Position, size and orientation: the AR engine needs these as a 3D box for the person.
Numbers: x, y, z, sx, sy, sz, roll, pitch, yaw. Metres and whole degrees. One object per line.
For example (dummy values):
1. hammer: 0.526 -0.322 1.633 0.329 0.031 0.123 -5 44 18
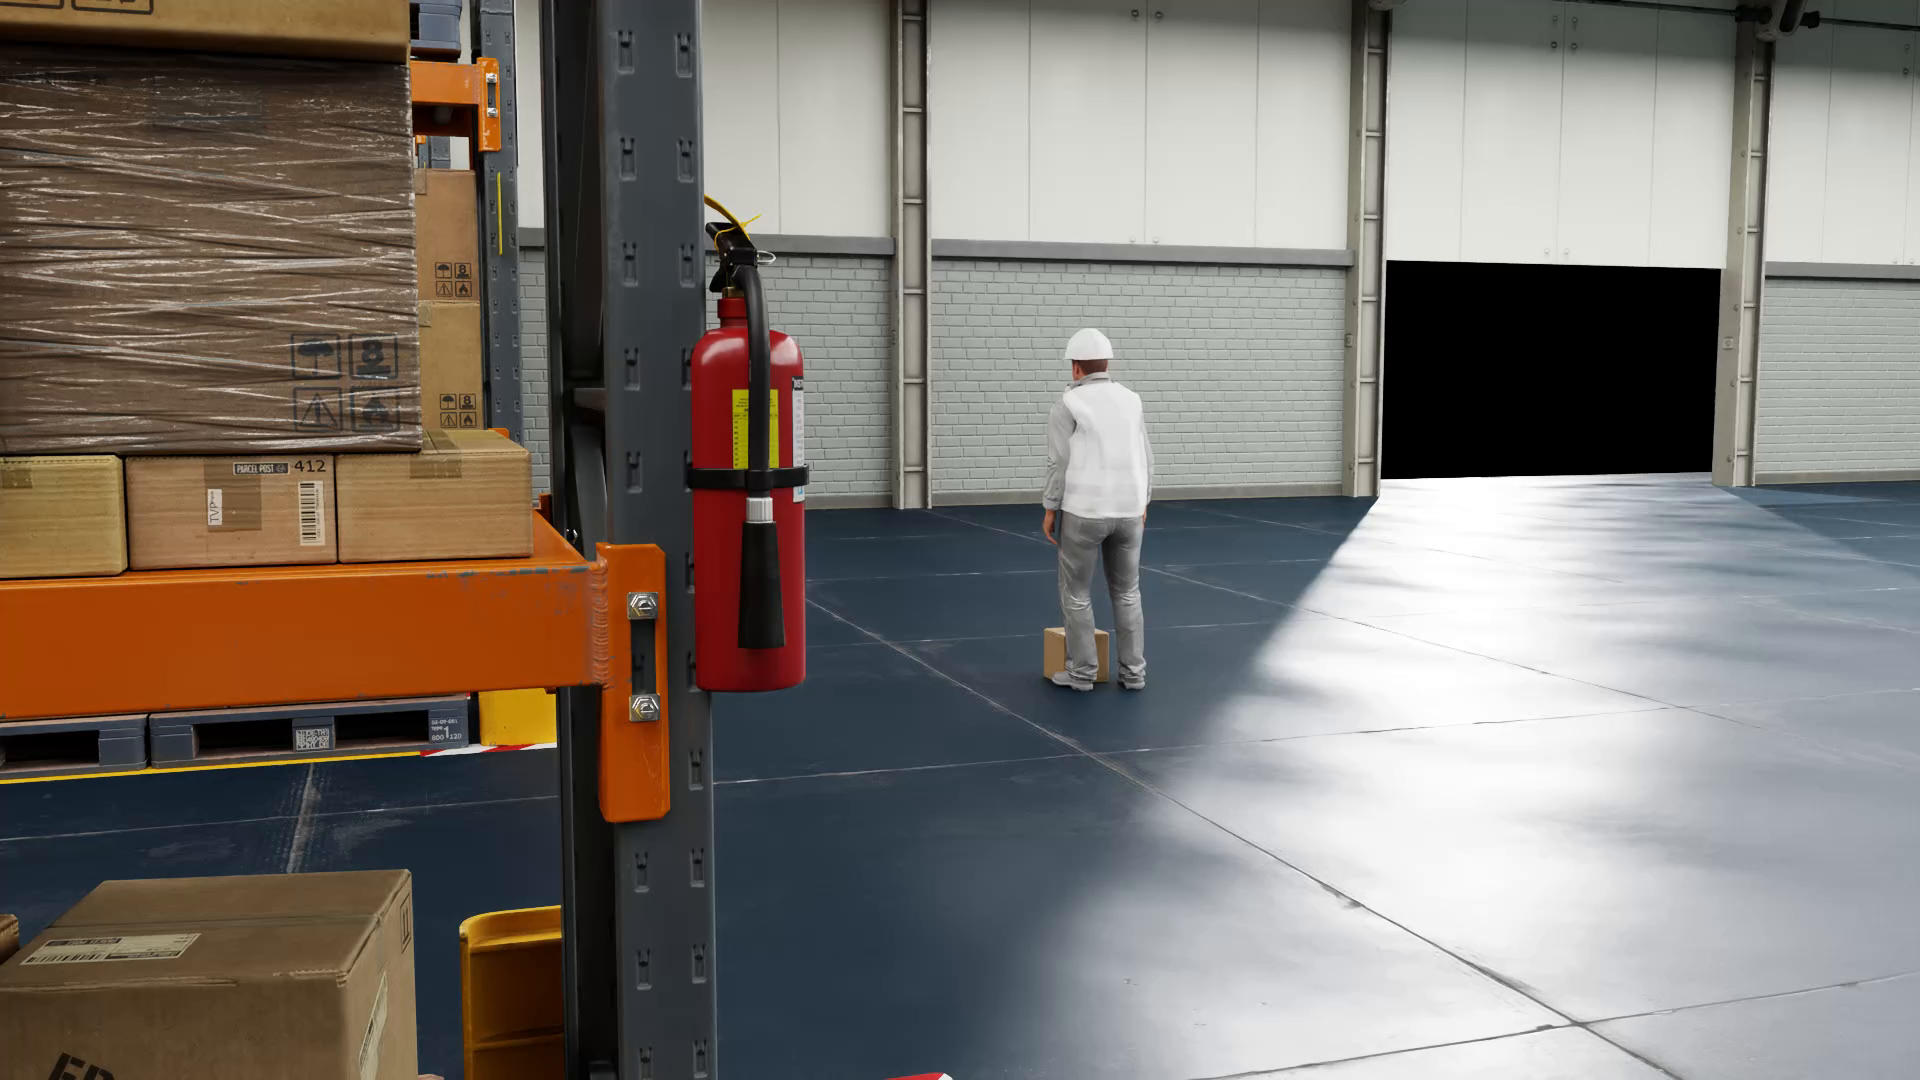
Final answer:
1. person: 0.671 -0.146 8.153 0.594 1.770 0.469 -2 6 -22
